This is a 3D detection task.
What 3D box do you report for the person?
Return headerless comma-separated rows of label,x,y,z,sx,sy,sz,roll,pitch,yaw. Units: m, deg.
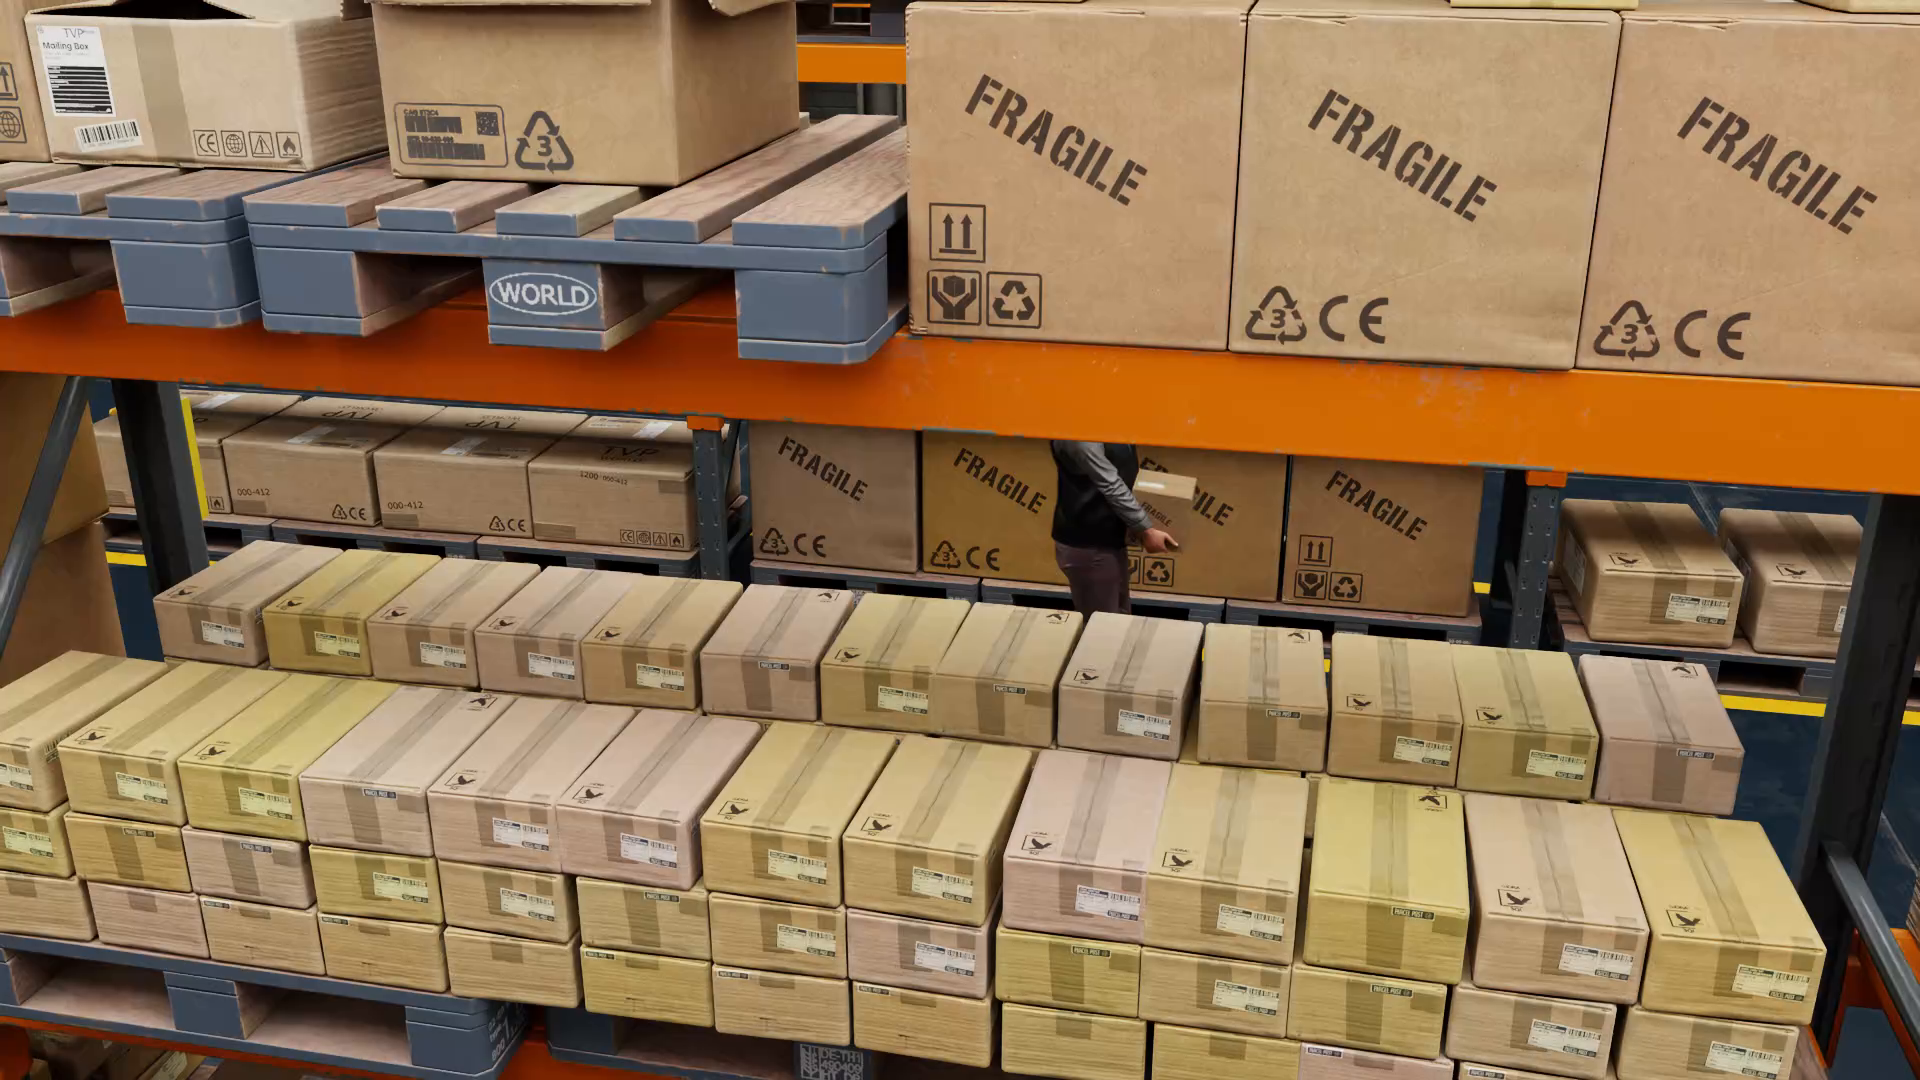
person,0.664,0.011,7.104,0.551,1.711,0.494,4,22,11
